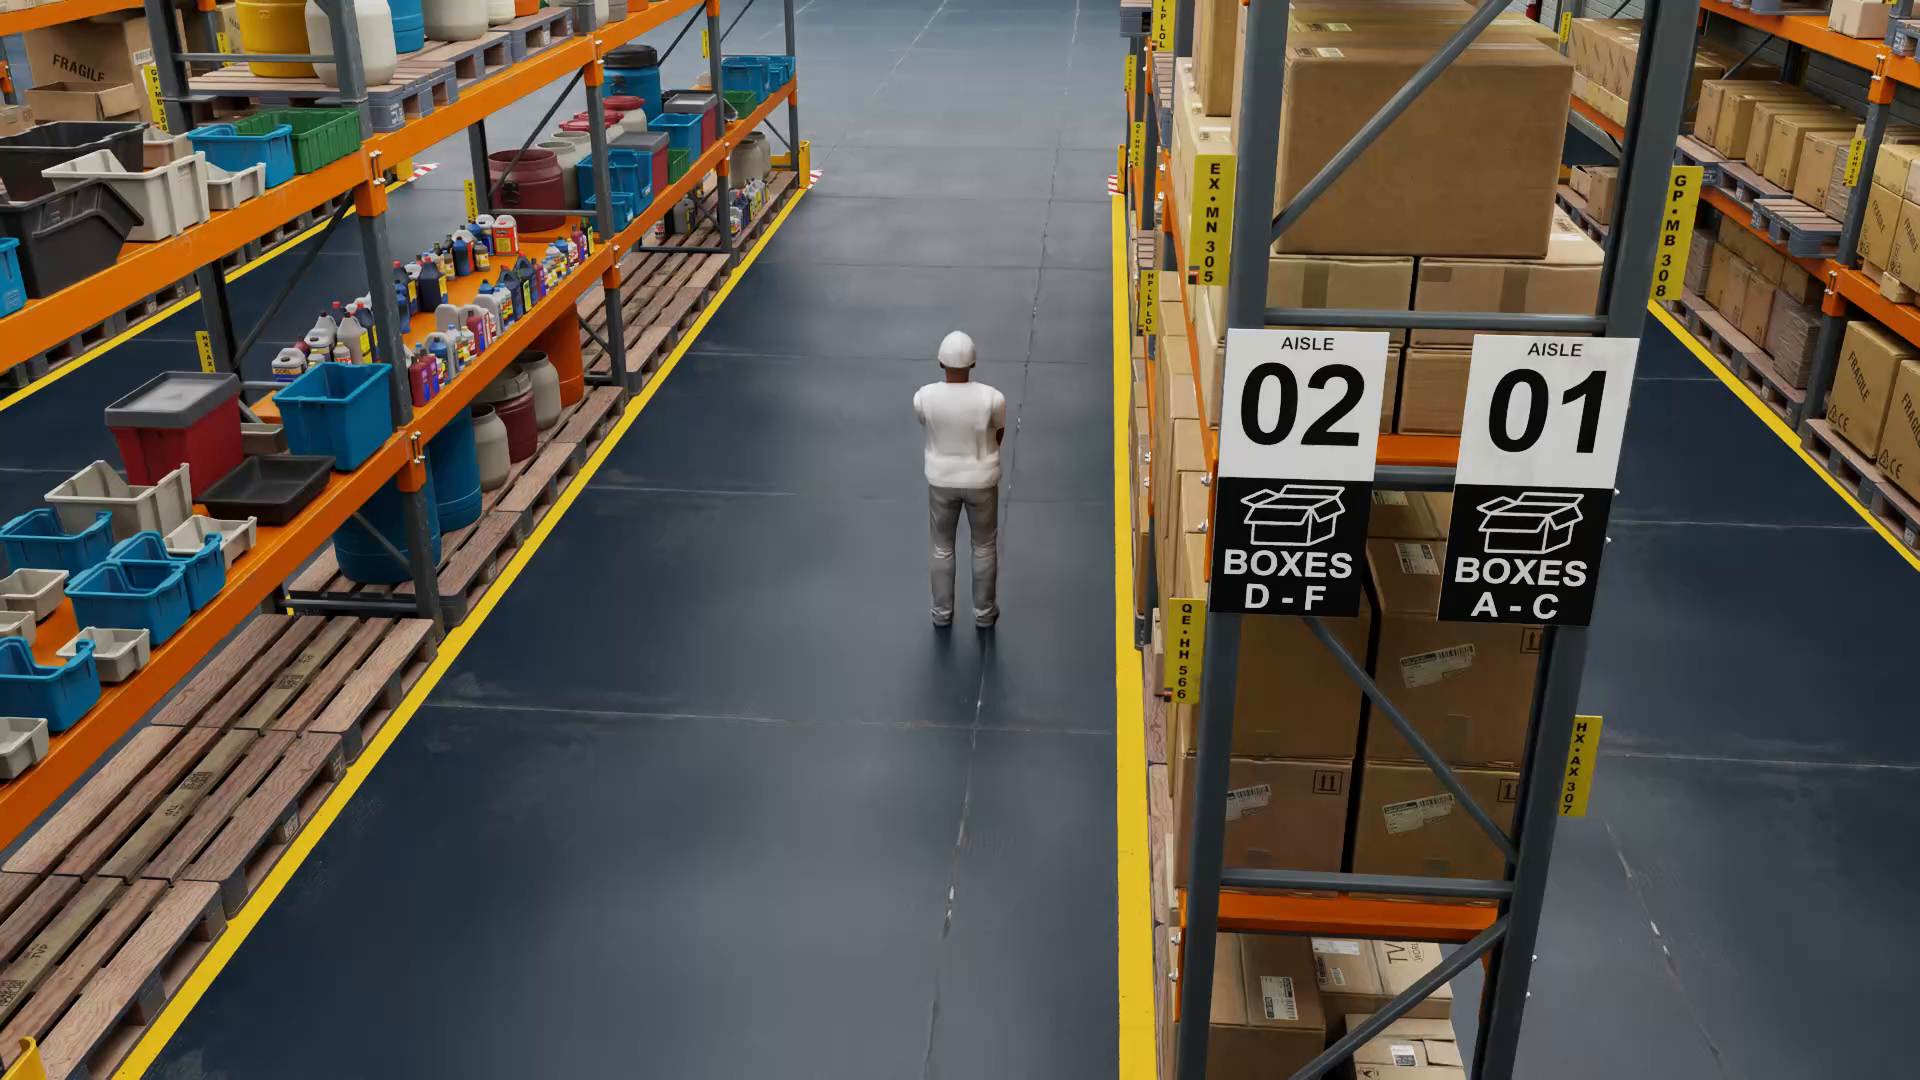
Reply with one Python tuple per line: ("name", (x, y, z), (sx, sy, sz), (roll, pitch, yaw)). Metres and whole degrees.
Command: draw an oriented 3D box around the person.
("person", (0.014, -0.375, 9.410), (0.503, 1.760, 0.587), (3, 25, 6))
